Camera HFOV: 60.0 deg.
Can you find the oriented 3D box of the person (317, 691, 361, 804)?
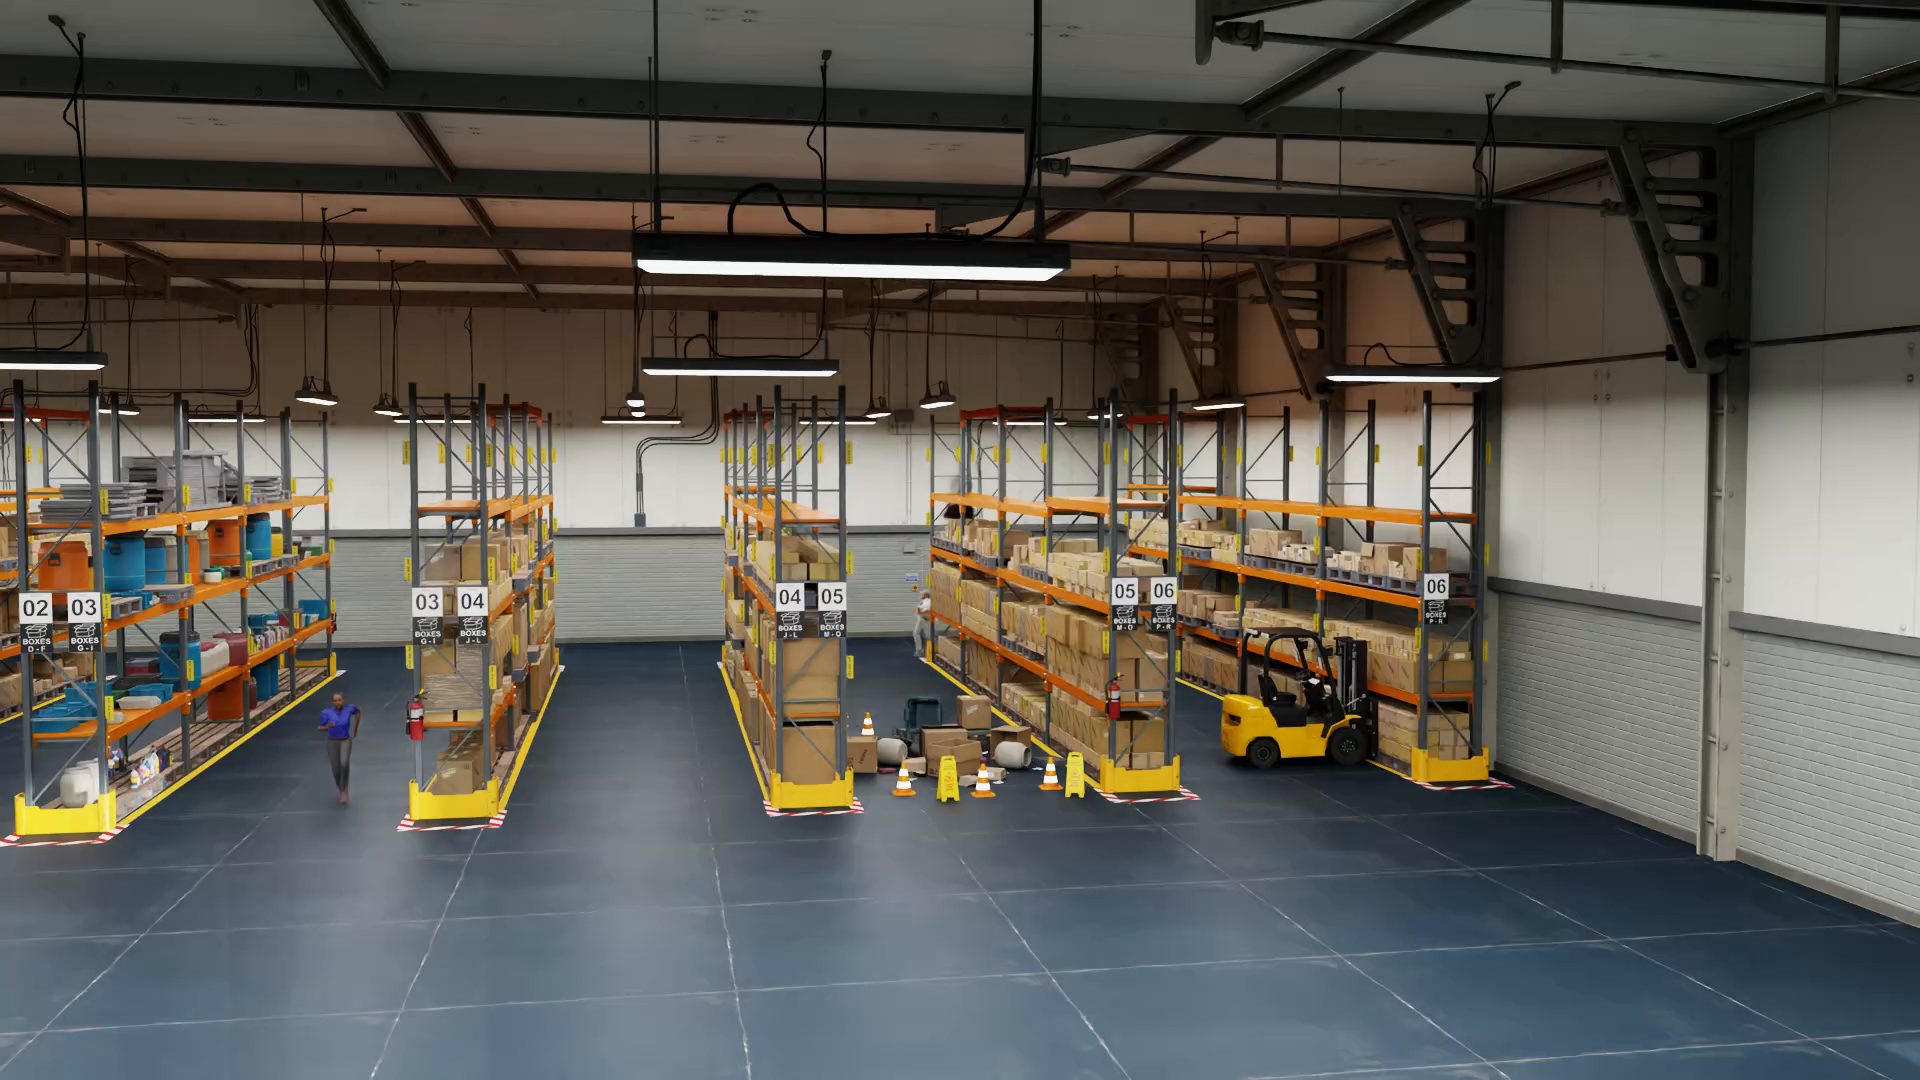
[{"bbox_3d":[-8.963,2.980,24.027,0.566,1.611,0.894,-1,3,-15],"label":"person"}]

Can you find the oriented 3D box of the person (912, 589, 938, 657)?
[{"bbox_3d":[-0.859,2.081,41.422,0.734,1.731,0.572,-1,3,-16],"label":"person"}]
